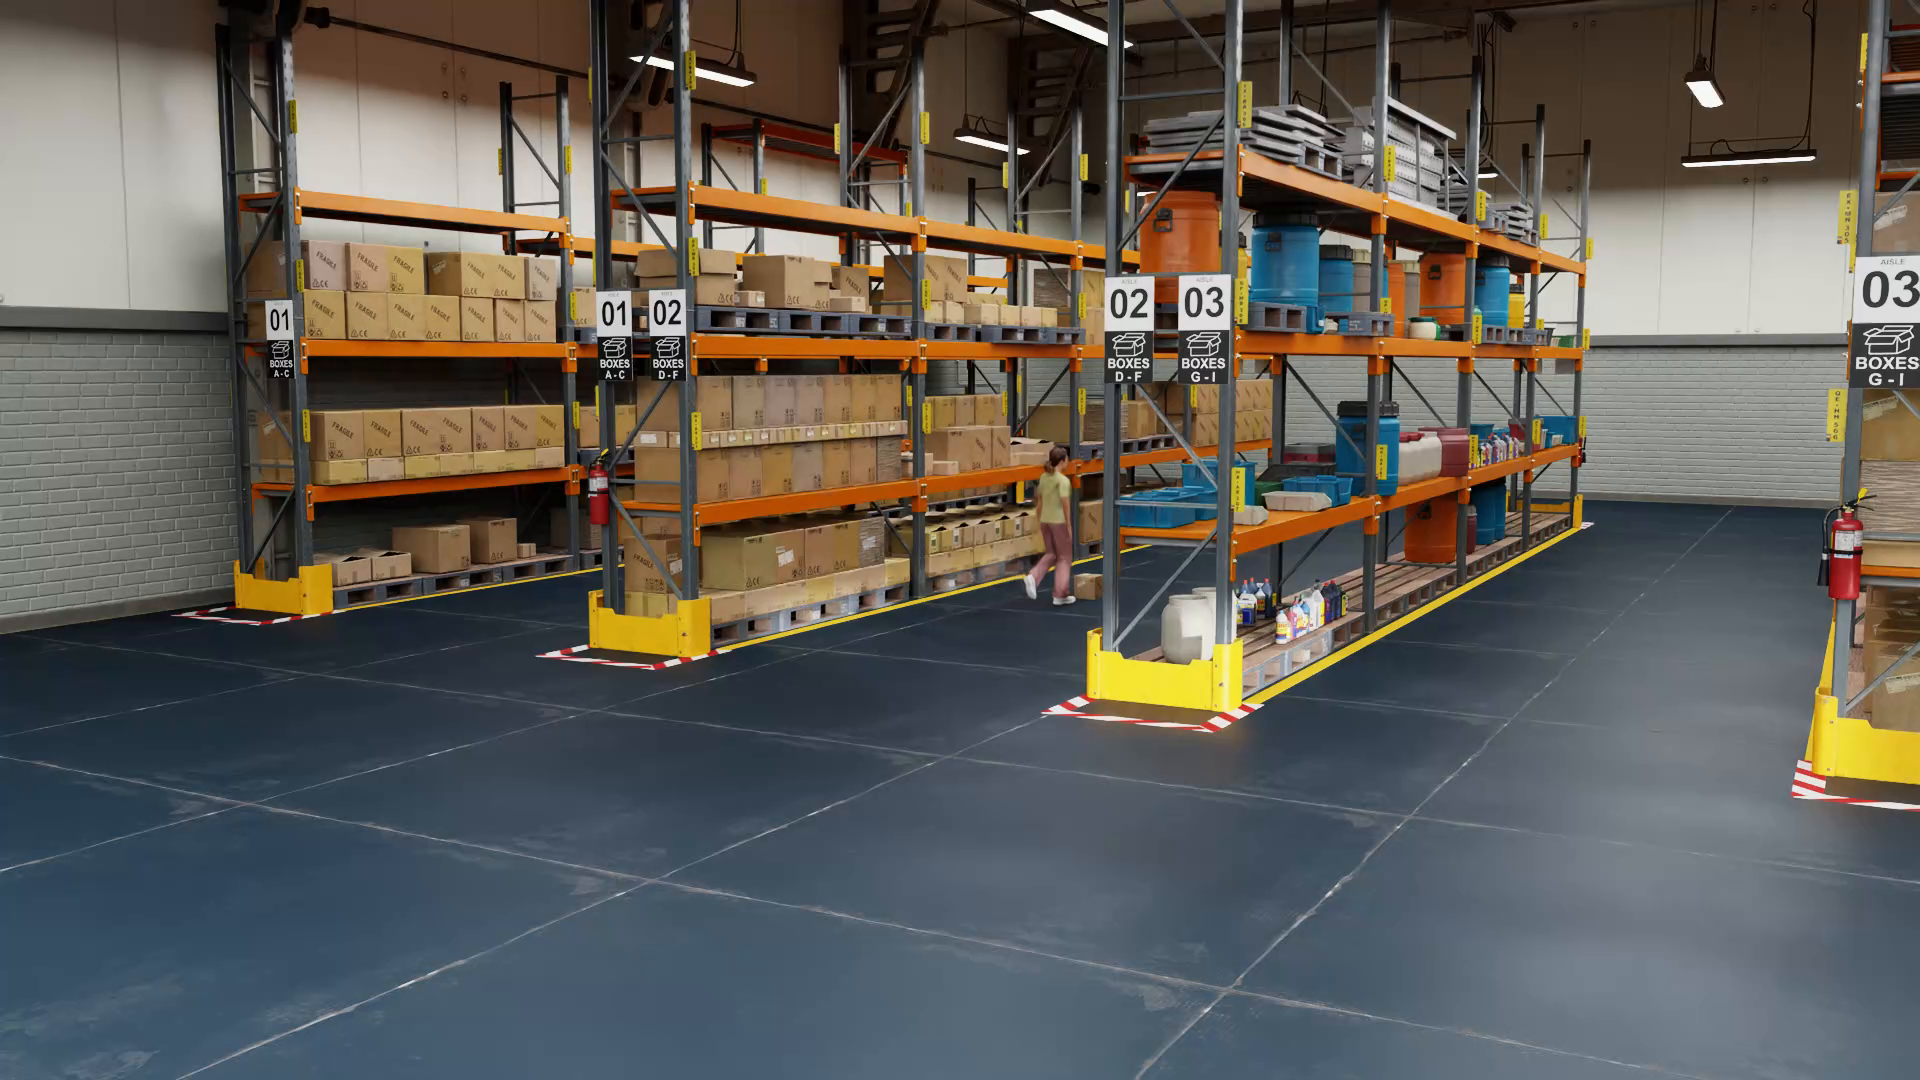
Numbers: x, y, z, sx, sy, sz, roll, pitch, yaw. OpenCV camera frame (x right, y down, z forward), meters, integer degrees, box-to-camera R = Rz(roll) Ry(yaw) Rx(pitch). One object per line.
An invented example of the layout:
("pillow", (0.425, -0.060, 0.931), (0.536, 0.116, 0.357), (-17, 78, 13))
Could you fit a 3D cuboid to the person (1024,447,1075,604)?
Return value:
("person", (0.971, -0.148, 17.570), (0.589, 1.665, 0.492), (-5, 8, -38))
